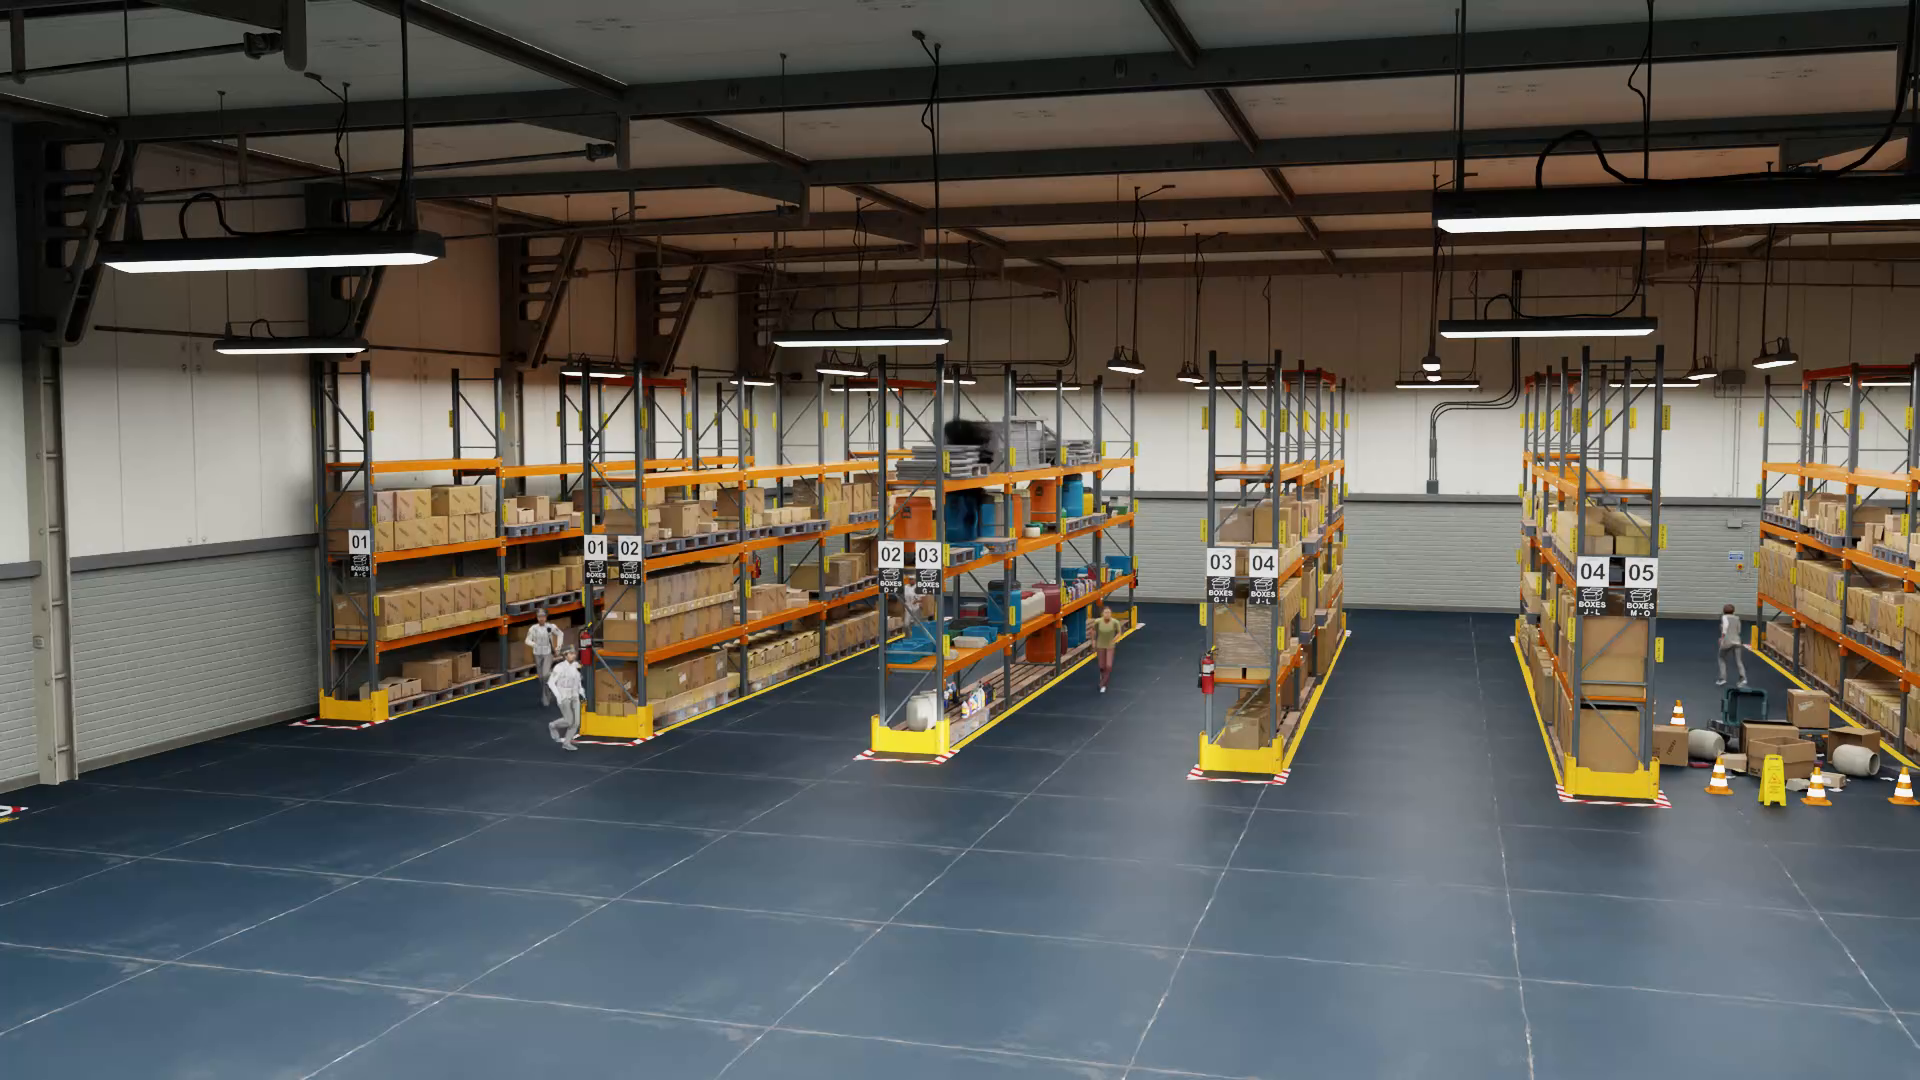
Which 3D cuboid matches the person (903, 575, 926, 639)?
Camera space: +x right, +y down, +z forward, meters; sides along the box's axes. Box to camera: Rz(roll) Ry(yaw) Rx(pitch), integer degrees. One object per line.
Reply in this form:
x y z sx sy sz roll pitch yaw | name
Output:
-1.022 1.565 36.438 0.577 1.731 0.725 1 4 13 | person

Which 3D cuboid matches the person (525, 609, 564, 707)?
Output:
-7.349 2.078 29.352 0.599 1.765 0.726 0 4 4 | person

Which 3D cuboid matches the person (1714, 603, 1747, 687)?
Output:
14.498 1.987 31.232 0.533 1.566 0.905 0 4 -3 | person

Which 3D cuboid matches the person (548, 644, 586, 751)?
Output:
-6.003 2.385 25.339 0.565 1.634 0.607 4 6 42 | person

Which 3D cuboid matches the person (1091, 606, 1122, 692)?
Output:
2.710 2.004 30.836 0.556 1.602 0.651 0 4 -4 | person
